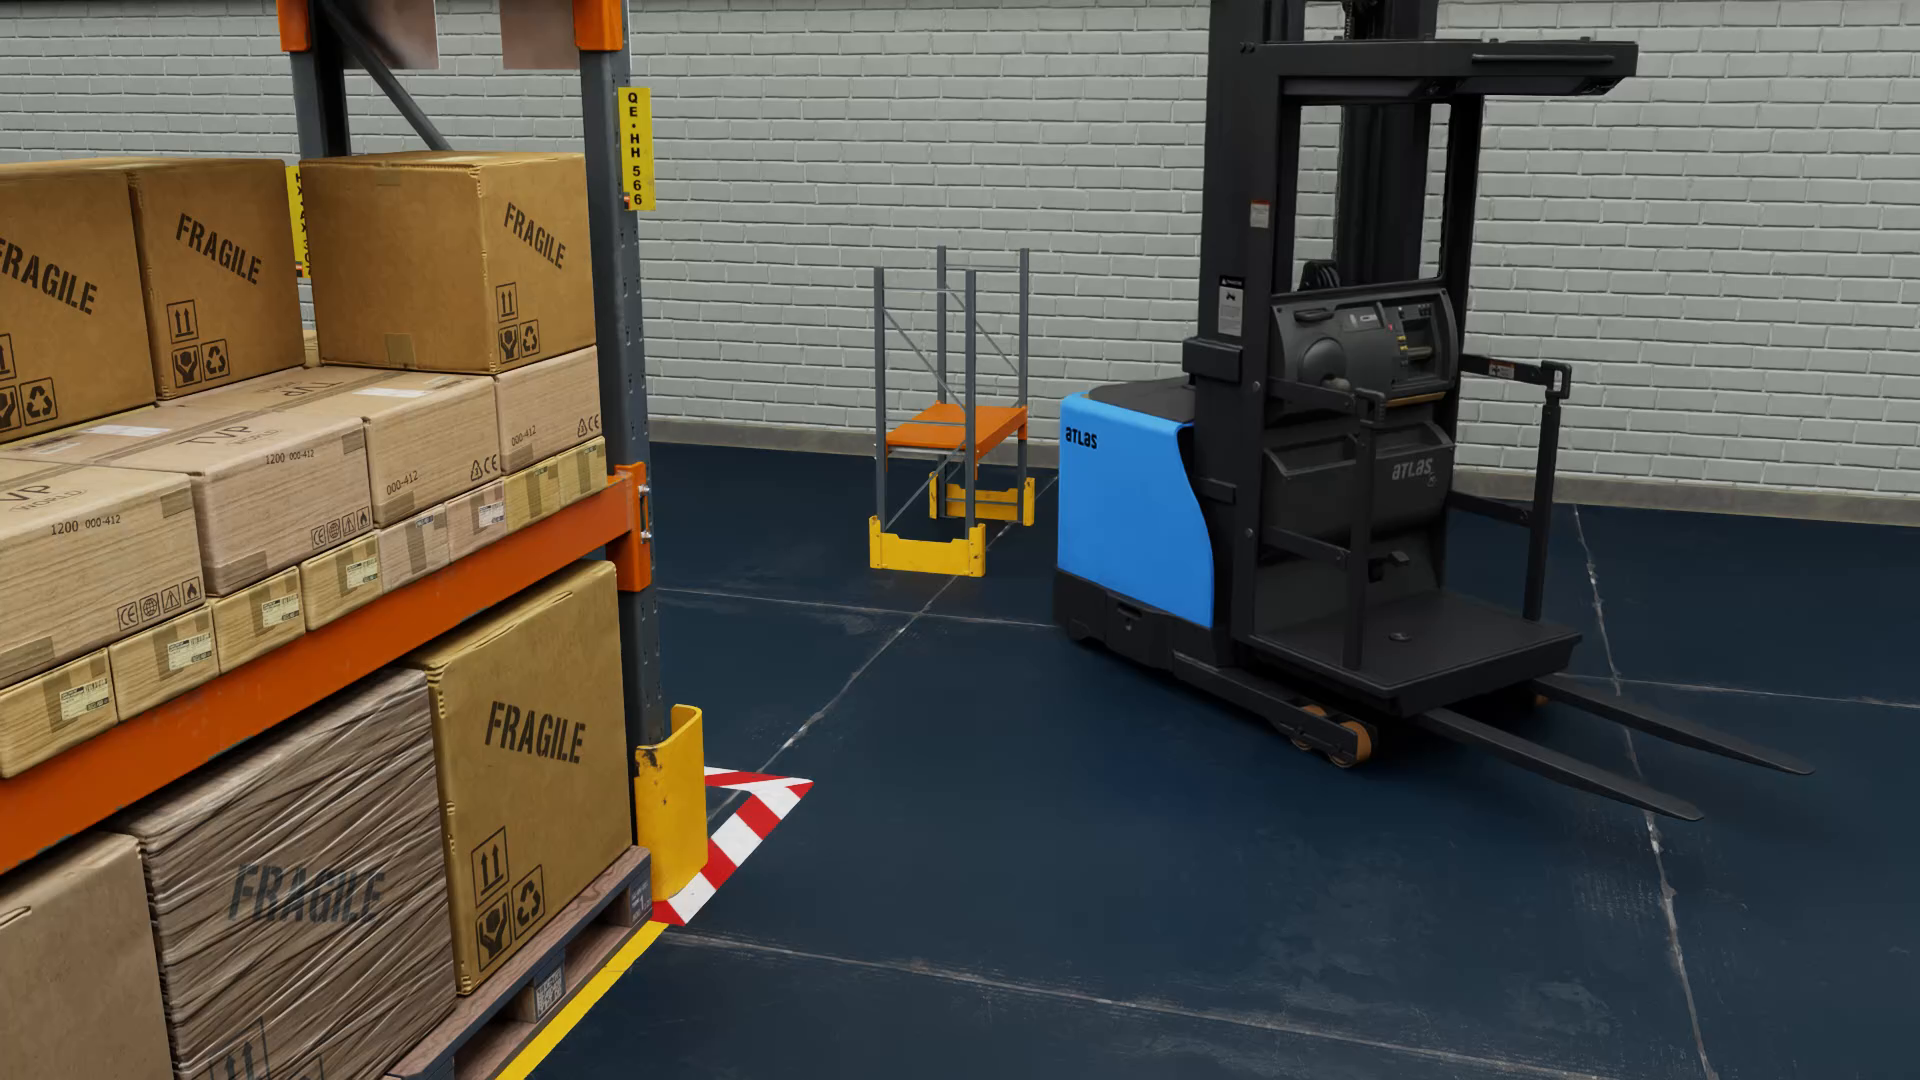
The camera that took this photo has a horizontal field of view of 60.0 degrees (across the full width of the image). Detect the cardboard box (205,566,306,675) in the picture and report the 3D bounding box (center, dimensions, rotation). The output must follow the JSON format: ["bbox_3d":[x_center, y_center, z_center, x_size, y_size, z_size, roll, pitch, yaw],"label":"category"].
[{"bbox_3d":[-1.544,0.140,3.300,0.380,0.149,0.250,5,16,16],"label":"cardboard box"}]

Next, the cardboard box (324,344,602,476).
[{"bbox_3d":[-1.279,-0.359,4.326,0.500,0.250,0.500,4,16,15],"label":"cardboard box"}]

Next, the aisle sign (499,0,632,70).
[{"bbox_3d":[-1.088,-1.681,4.495,0.394,0.787,0.004,5,16,16],"label":"aisle sign"}]

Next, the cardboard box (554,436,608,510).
[{"bbox_3d":[-1.182,-0.195,4.482,0.380,0.149,0.250,5,17,17],"label":"cardboard box"}]

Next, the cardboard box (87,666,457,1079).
[{"bbox_3d":[-1.760,0.797,3.647,0.875,0.875,0.875,5,16,16],"label":"cardboard box"}]

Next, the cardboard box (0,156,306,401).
[{"bbox_3d":[-1.933,-0.631,3.913,0.500,0.500,0.500,4,16,15],"label":"cardboard box"}]

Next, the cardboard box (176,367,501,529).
[{"bbox_3d":[-1.424,-0.226,3.858,0.500,0.250,0.500,4,16,15],"label":"cardboard box"}]

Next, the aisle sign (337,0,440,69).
[{"bbox_3d":[-1.663,-1.728,4.660,0.394,0.787,0.004,5,16,16],"label":"aisle sign"}]

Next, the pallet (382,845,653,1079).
[{"bbox_3d":[-1.548,1.122,4.487,1.003,0.211,1.213,5,16,16],"label":"pallet"}]

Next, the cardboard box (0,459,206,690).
[{"bbox_3d":[-1.712,0.044,2.907,0.500,0.250,0.500,5,16,16],"label":"cardboard box"}]

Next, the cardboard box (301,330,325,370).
[{"bbox_3d":[-1.791,-0.401,4.477,0.500,0.250,0.500,4,16,14],"label":"cardboard box"}]

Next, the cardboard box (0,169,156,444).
[{"bbox_3d":[-2.075,-0.495,3.434,0.500,0.500,0.500,4,16,14],"label":"cardboard box"}]

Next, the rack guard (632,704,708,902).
[{"bbox_3d":[-1.389,0.761,5.229,1.175,0.500,0.348,5,16,16],"label":"rack guard"}]

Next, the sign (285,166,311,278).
[{"bbox_3d":[-1.926,-0.934,4.894,0.100,0.325,0.005,5,16,16],"label":"sign"}]

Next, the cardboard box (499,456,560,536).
[{"bbox_3d":[-1.254,-0.127,4.241,0.380,0.149,0.250,5,17,16],"label":"cardboard box"}]

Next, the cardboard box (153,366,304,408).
[{"bbox_3d":[-1.933,-0.265,3.996,0.500,0.250,0.500,4,16,15],"label":"cardboard box"}]

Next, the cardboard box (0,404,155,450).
[{"bbox_3d":[-2.079,-0.134,3.533,0.500,0.250,0.500,4,16,14],"label":"cardboard box"}]

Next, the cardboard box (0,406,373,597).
[{"bbox_3d":[-1.568,-0.093,3.389,0.500,0.250,0.500,4,16,14],"label":"cardboard box"}]

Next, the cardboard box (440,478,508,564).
[{"bbox_3d":[-1.327,-0.061,4.009,0.380,0.149,0.250,5,16,16],"label":"cardboard box"}]

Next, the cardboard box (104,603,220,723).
[{"bbox_3d":[-1.616,0.205,3.072,0.380,0.149,0.250,5,17,17],"label":"cardboard box"}]

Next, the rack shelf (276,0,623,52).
[{"bbox_3d":[-1.964,-1.009,2.710,1.077,0.370,4.000,5,16,16],"label":"rack shelf"}]

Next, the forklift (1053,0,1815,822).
[{"bbox_3d":[1.649,-0.741,6.072,1.130,2.935,3.031,-10,19,-32],"label":"forklift"}]

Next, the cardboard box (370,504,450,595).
[{"bbox_3d":[-1.398,0.004,3.779,0.380,0.149,0.250,5,17,17],"label":"cardboard box"}]

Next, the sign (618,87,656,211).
[{"bbox_3d":[-0.880,-1.060,4.514,0.100,0.325,0.005,5,16,16],"label":"sign"}]

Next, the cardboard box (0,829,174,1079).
[{"bbox_3d":[-2.013,1.030,2.826,0.875,0.875,0.875,5,16,16],"label":"cardboard box"}]

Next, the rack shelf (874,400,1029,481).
[{"bbox_3d":[-0.024,-0.526,8.595,0.538,0.185,1.000,5,16,16],"label":"rack shelf"}]

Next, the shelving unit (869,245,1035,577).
[{"bbox_3d":[-0.022,-0.702,8.554,0.587,1.500,1.083,5,16,16],"label":"shelving unit"}]

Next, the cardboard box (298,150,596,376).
[{"bbox_3d":[-1.282,-0.719,4.222,0.500,0.500,0.500,5,17,17],"label":"cardboard box"}]

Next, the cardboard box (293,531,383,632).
[{"bbox_3d":[-1.470,0.072,3.539,0.380,0.149,0.250,4,16,15],"label":"cardboard box"}]

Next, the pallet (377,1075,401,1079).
[{"bbox_3d":[-1.897,1.440,3.366,1.003,0.211,1.213,5,16,16],"label":"pallet"}]

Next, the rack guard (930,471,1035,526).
[{"bbox_3d":[0.120,-0.231,9.184,0.587,0.250,0.087,5,16,16],"label":"rack guard"}]

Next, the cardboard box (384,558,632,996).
[{"bbox_3d":[-1.501,0.559,4.486,0.875,0.875,0.875,5,16,16],"label":"cardboard box"}]

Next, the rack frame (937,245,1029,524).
[{"bbox_3d":[0.120,-0.832,9.015,0.500,1.500,0.032,5,16,16],"label":"rack frame"}]

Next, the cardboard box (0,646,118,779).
[{"bbox_3d":[-1.688,0.273,2.831,0.380,0.149,0.250,4,16,14],"label":"cardboard box"}]

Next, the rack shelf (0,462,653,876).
[{"bbox_3d":[-1.964,0.434,3.119,1.077,0.370,4.000,5,16,16],"label":"rack shelf"}]

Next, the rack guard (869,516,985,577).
[{"bbox_3d":[-0.163,0.030,8.266,0.587,0.250,0.087,5,16,16],"label":"rack guard"}]

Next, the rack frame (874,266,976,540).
[{"bbox_3d":[-0.169,-0.566,8.077,0.500,1.500,0.032,5,16,16],"label":"rack frame"}]

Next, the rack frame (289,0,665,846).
[{"bbox_3d":[-1.396,-0.435,4.866,1.000,3.000,0.127,5,16,16],"label":"rack frame"}]
